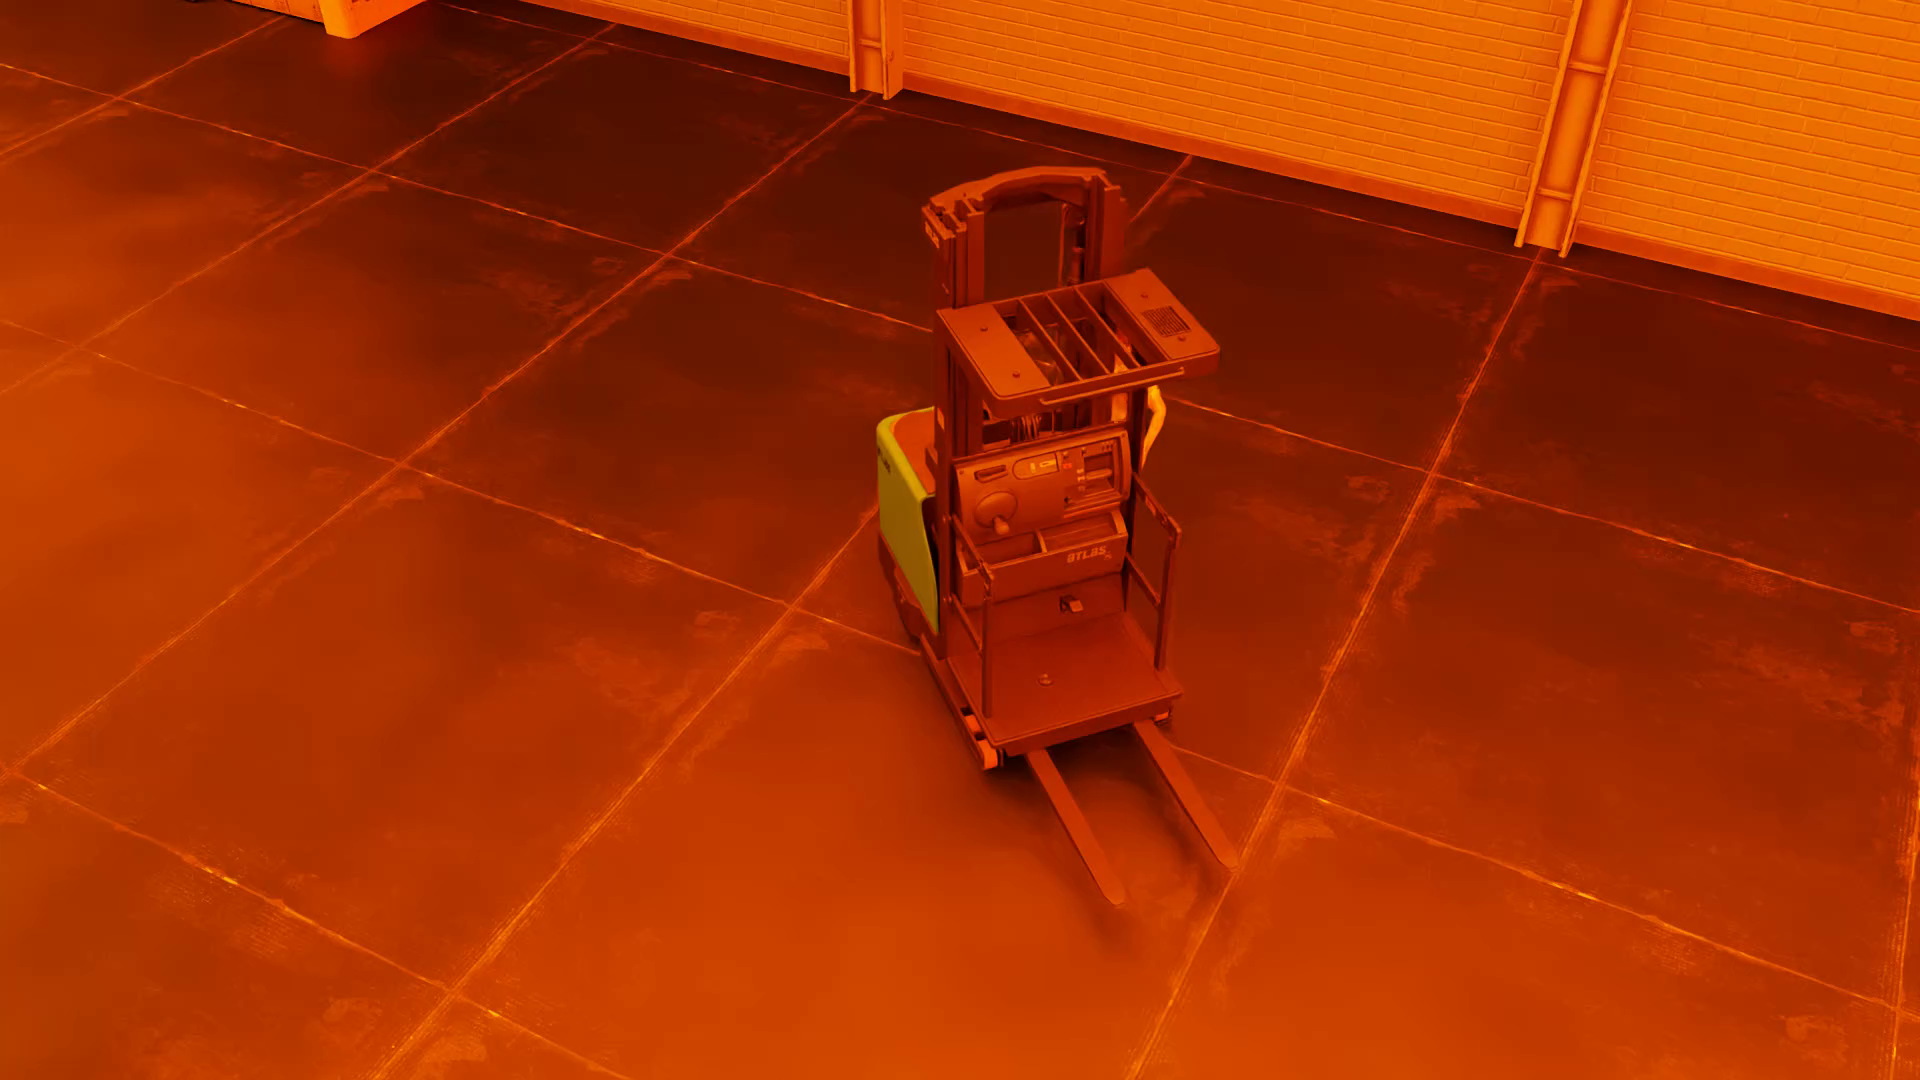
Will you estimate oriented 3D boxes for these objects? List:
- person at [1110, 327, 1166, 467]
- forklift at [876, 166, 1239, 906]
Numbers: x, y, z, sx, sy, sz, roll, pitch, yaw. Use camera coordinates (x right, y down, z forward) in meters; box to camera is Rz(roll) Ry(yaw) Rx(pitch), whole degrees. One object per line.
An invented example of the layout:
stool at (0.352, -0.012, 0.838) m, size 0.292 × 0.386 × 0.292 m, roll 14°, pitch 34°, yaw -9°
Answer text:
person at (0.797, -0.609, 9.750) m, size 0.533 × 1.621 × 0.800 m, roll -17°, pitch 43°, yaw -20°
forklift at (0.505, -0.211, 8.237) m, size 1.130 × 2.935 × 3.031 m, roll -14°, pitch 42°, yaw -16°
